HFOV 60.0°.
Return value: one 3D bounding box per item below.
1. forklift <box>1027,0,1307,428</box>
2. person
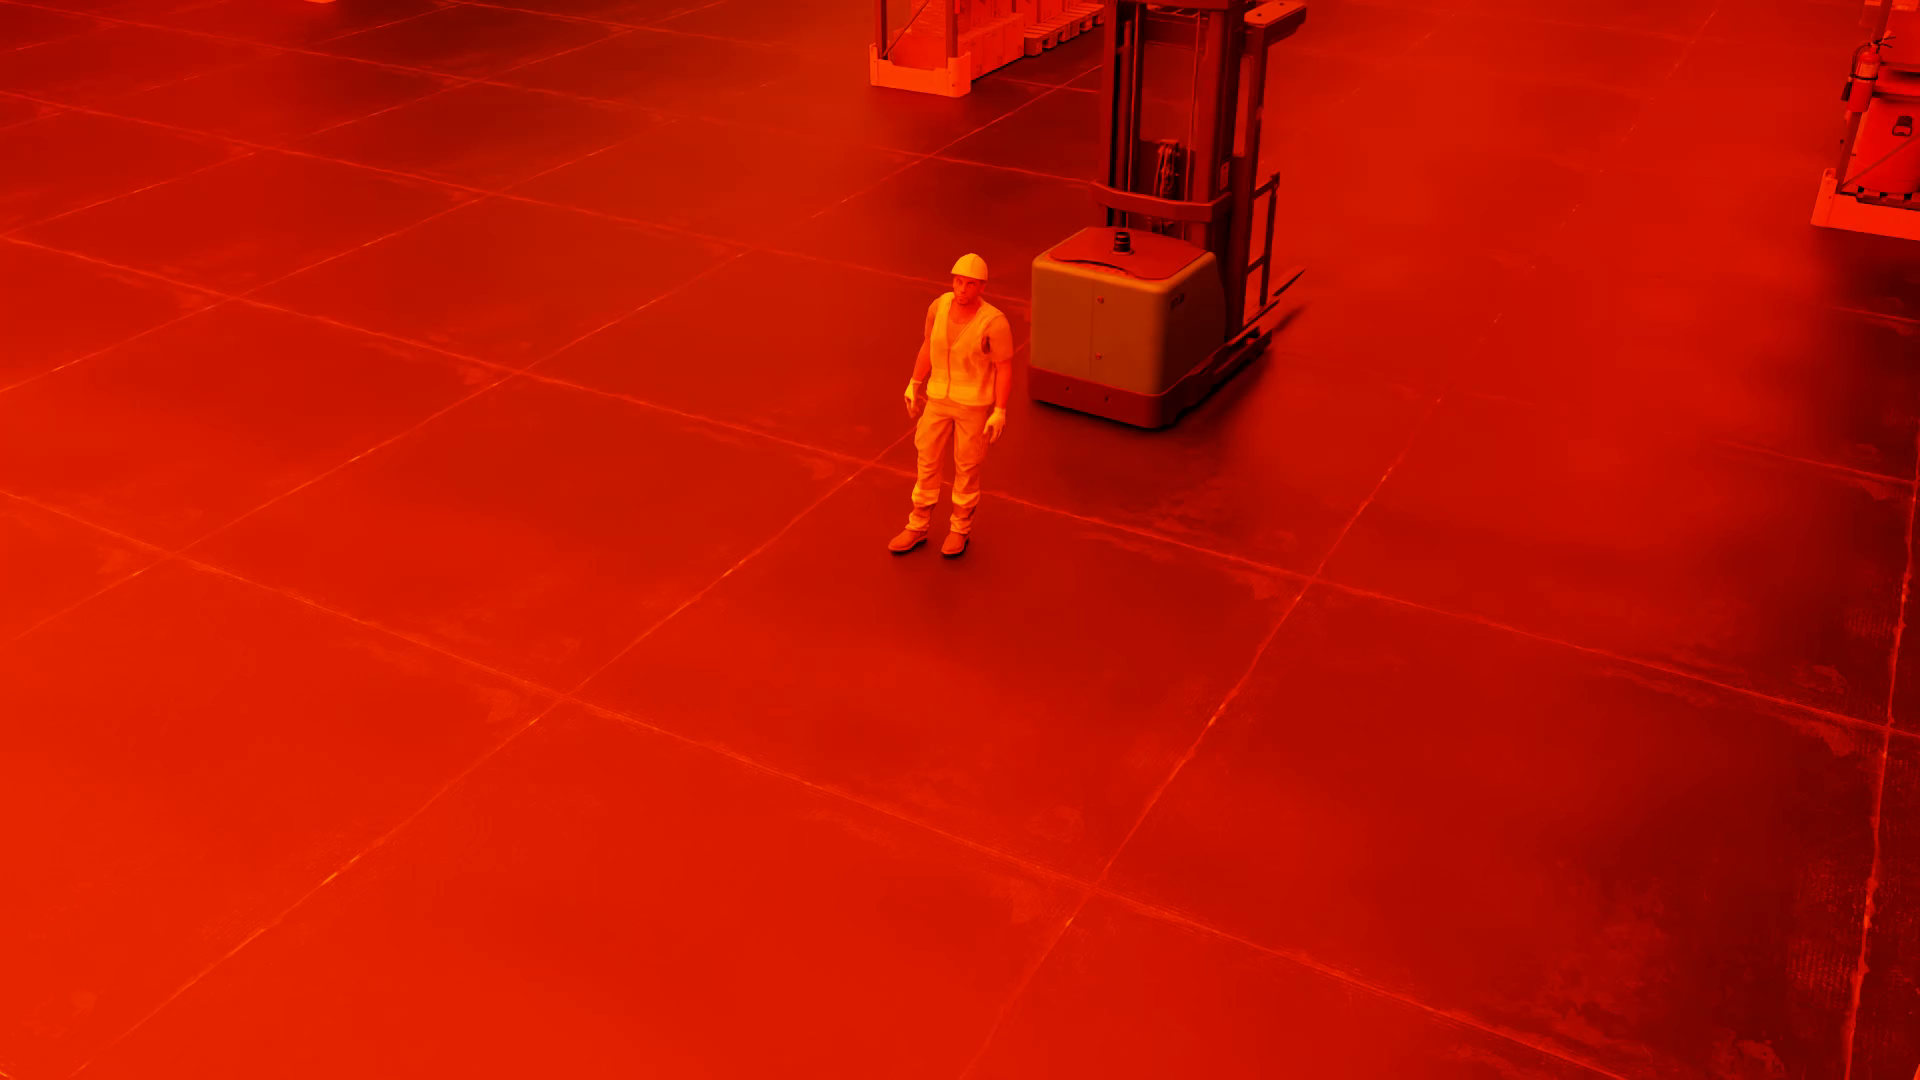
[{"bbox_3d":[1.679,-2.715,11.776,1.130,2.935,3.031,17,34,28],"label":"forklift"},{"bbox_3d":[-0.050,-0.749,9.496,0.637,1.790,0.562,15,33,25],"label":"person"}]
